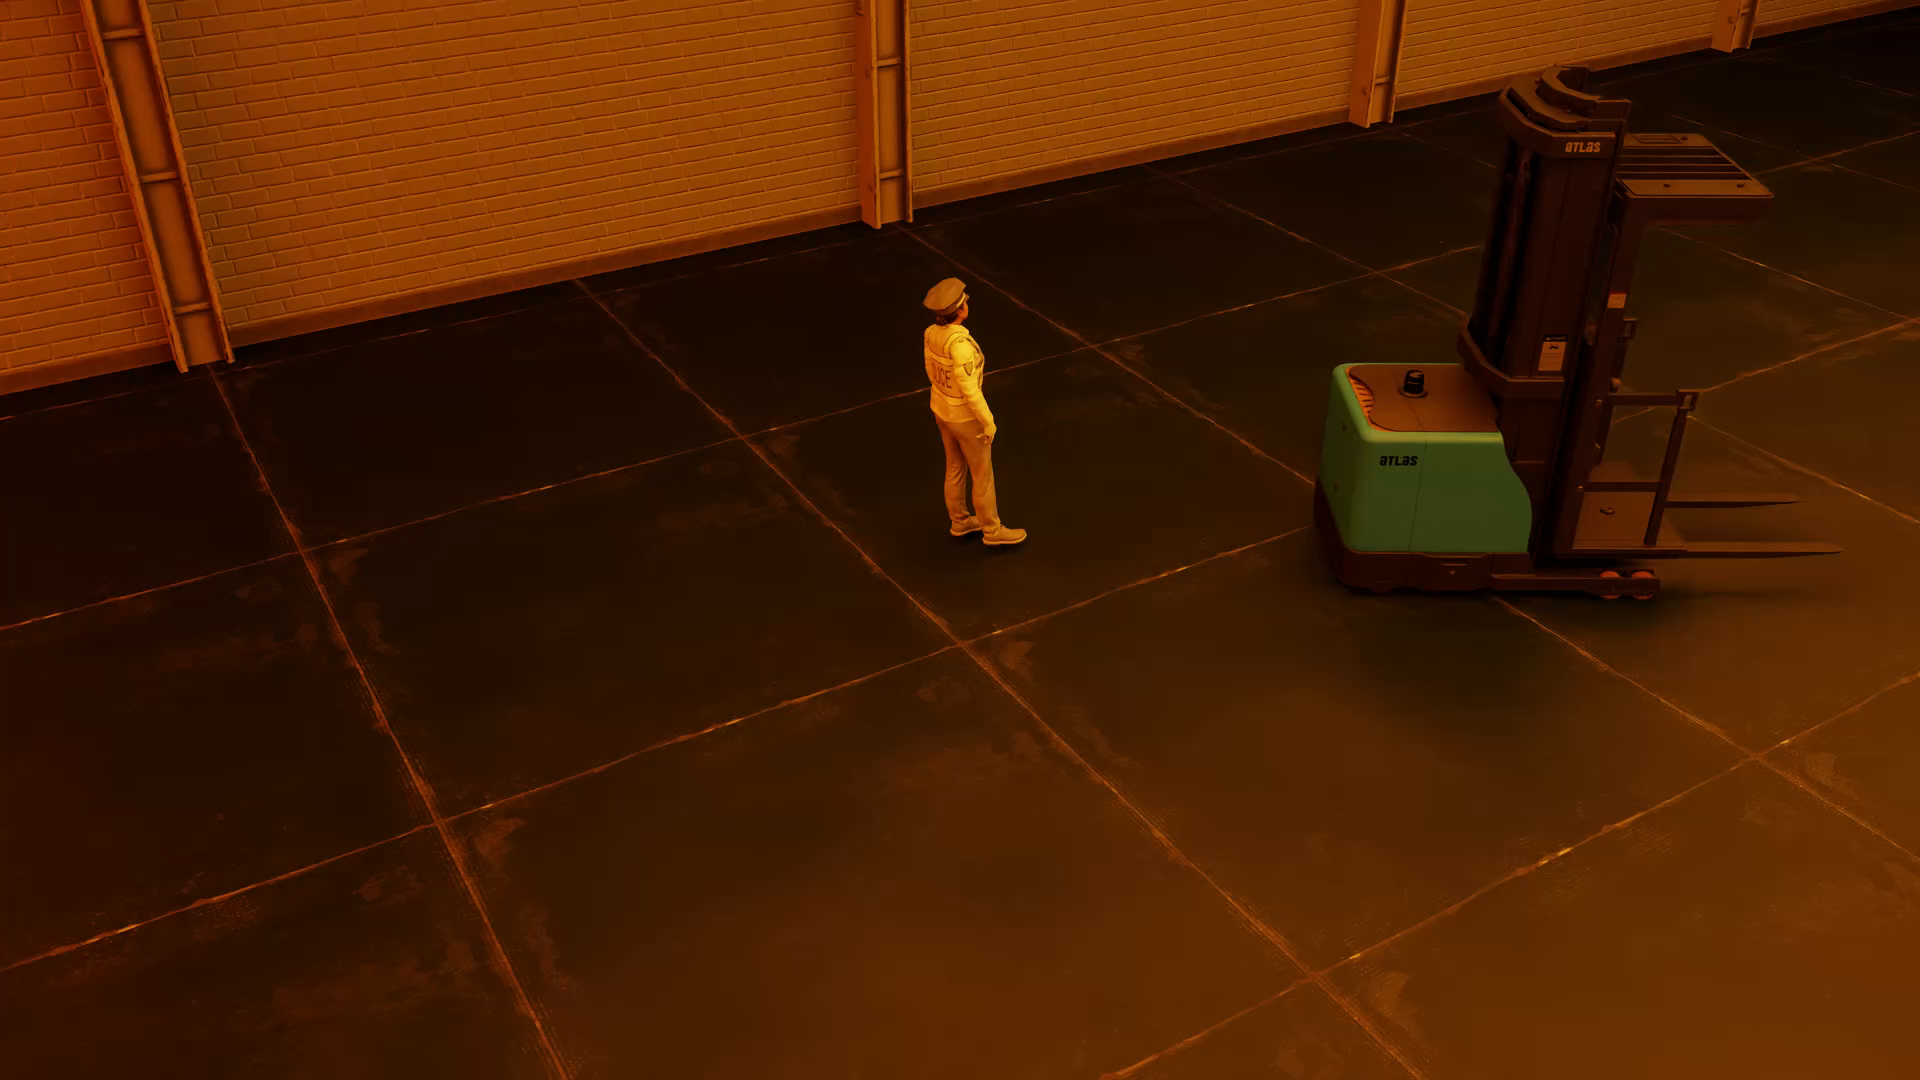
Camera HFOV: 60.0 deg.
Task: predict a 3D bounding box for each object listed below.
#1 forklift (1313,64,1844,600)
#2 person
[{"bbox_3d":[3.785,-1.178,9.615,3.031,2.935,1.130,0,31,0],"label":"forklift"},{"bbox_3d":[0.061,-0.783,10.065,0.534,1.696,0.587,-17,35,-26],"label":"person"}]
